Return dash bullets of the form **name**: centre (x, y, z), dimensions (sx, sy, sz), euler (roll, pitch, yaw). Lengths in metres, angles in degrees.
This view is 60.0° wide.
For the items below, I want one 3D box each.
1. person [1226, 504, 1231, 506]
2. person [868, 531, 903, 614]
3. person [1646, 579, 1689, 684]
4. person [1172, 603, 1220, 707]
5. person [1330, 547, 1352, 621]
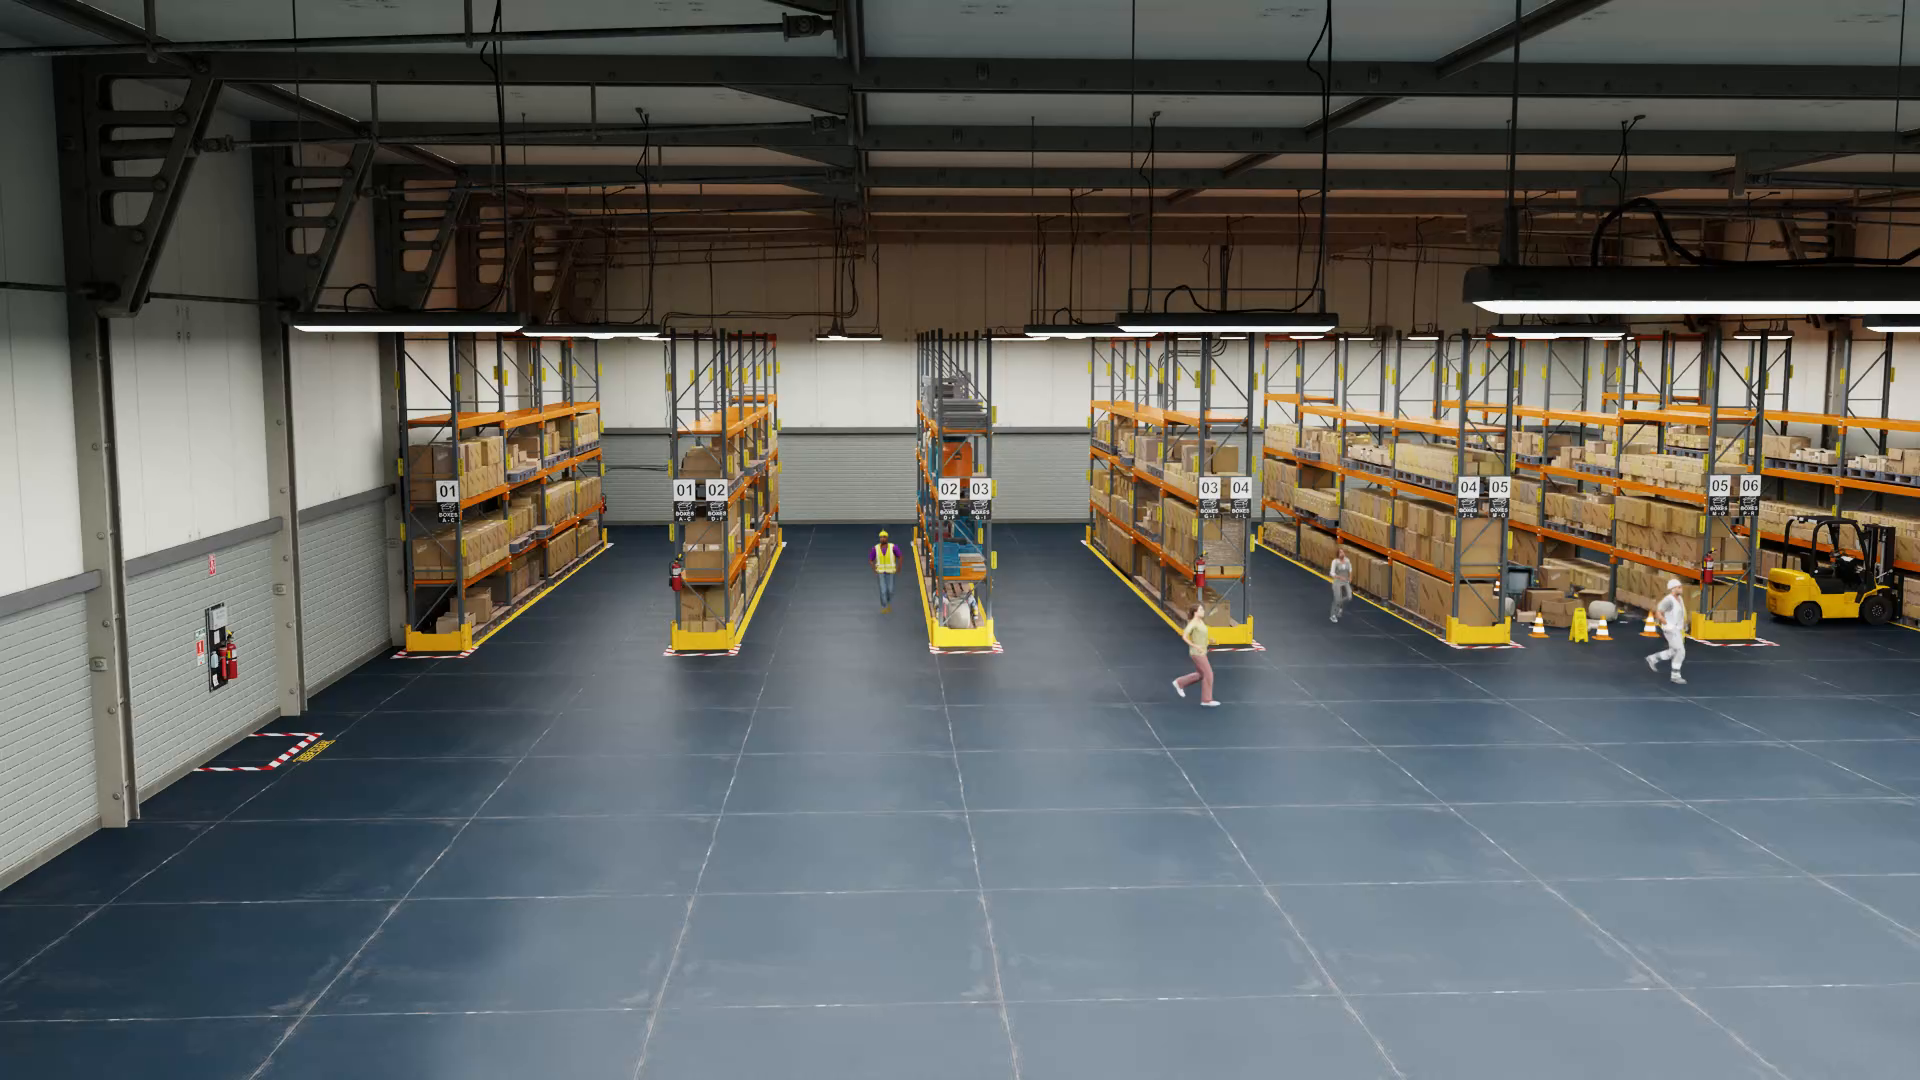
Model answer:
- **person**: centre (7.418, -0.632, 47.000), dimensions (0.703, 1.633, 0.586), euler (2, 7, 16)
- **person**: centre (-1.546, 0.686, 34.448), dimensions (0.708, 1.728, 0.524), euler (0, 7, -1)
- **person**: centre (12.049, 1.533, 28.284), dimensions (0.678, 1.760, 0.767), euler (-7, 9, -44)
- **person**: centre (3.744, 1.808, 26.368), dimensions (0.802, 1.635, 0.589), euler (3, 7, 23)
- **person**: centre (7.864, 0.921, 34.216), dimensions (0.565, 1.554, 0.689), euler (-1, 7, -11)
